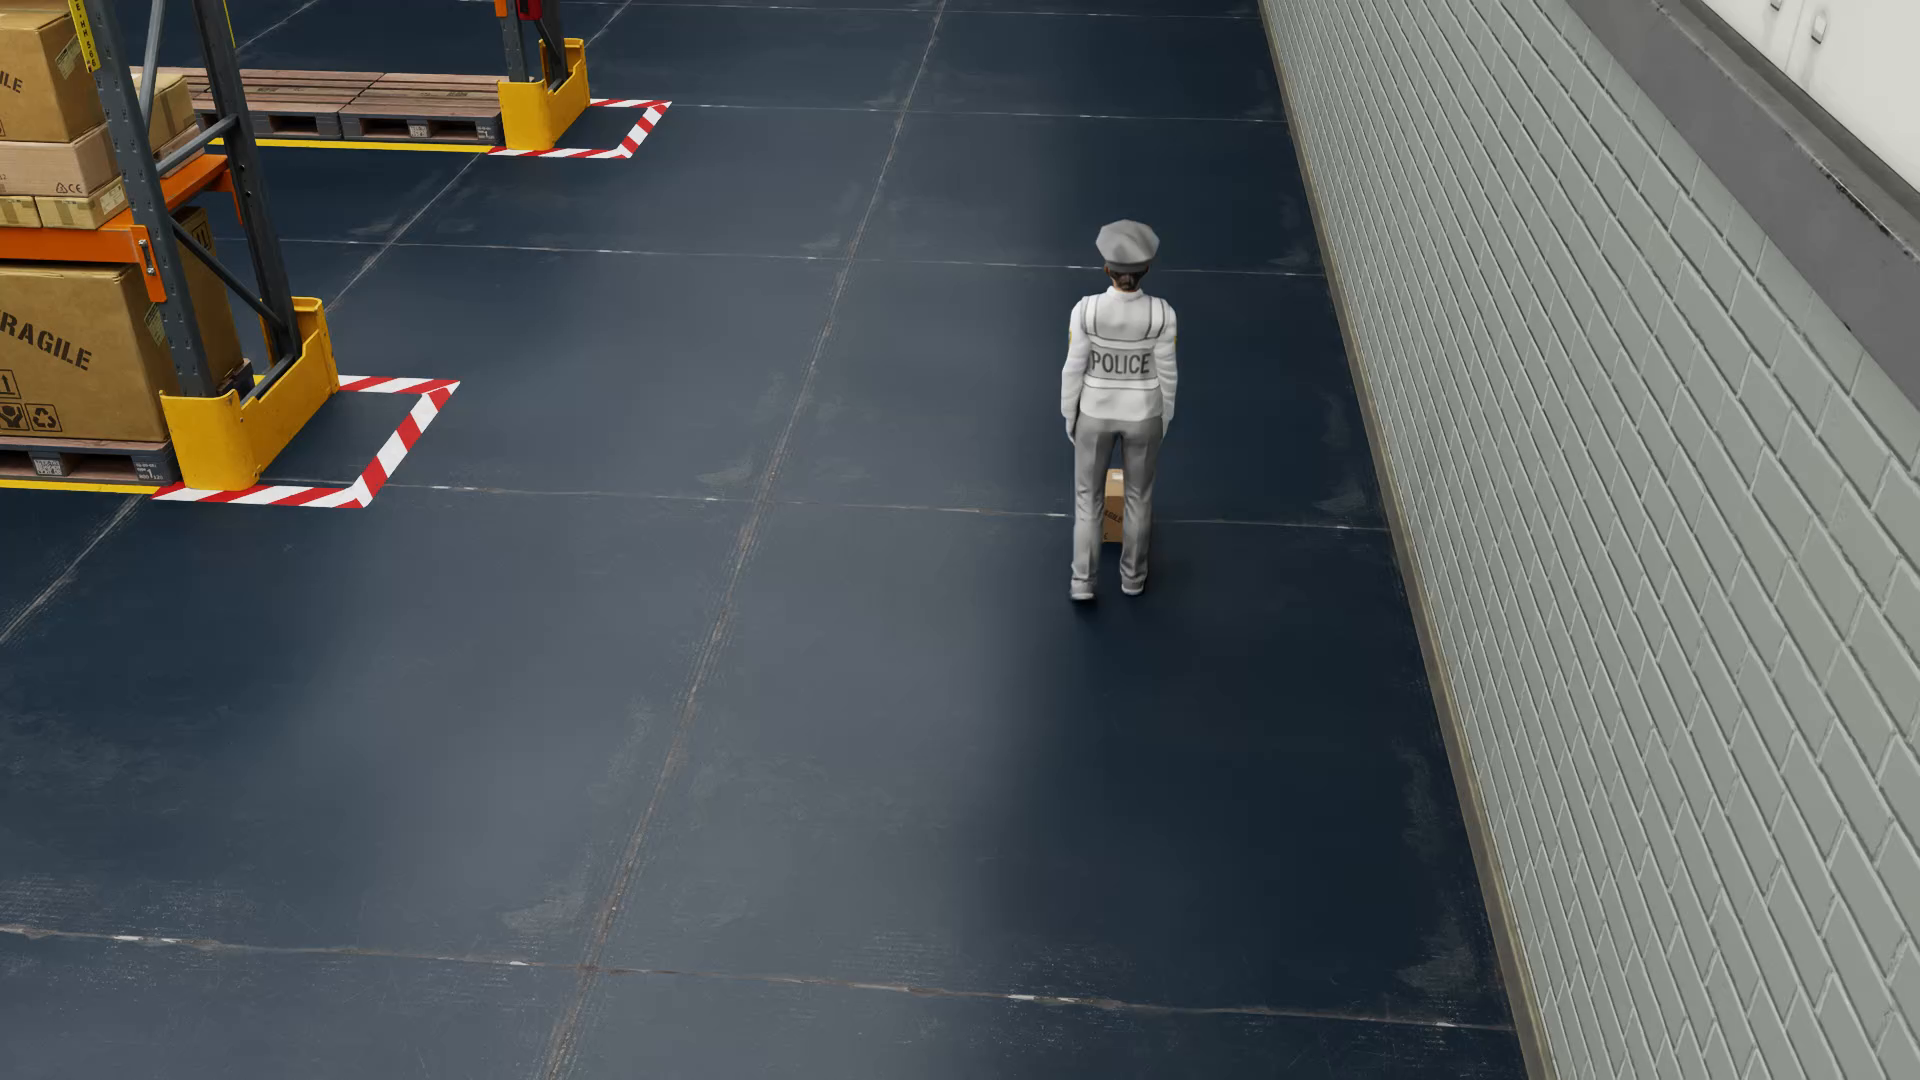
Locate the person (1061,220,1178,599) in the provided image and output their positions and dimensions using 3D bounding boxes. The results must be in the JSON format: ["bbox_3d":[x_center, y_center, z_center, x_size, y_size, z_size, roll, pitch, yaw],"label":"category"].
[{"bbox_3d":[0.655,-0.487,6.944,0.471,1.739,0.391,3,32,5],"label":"person"}]
